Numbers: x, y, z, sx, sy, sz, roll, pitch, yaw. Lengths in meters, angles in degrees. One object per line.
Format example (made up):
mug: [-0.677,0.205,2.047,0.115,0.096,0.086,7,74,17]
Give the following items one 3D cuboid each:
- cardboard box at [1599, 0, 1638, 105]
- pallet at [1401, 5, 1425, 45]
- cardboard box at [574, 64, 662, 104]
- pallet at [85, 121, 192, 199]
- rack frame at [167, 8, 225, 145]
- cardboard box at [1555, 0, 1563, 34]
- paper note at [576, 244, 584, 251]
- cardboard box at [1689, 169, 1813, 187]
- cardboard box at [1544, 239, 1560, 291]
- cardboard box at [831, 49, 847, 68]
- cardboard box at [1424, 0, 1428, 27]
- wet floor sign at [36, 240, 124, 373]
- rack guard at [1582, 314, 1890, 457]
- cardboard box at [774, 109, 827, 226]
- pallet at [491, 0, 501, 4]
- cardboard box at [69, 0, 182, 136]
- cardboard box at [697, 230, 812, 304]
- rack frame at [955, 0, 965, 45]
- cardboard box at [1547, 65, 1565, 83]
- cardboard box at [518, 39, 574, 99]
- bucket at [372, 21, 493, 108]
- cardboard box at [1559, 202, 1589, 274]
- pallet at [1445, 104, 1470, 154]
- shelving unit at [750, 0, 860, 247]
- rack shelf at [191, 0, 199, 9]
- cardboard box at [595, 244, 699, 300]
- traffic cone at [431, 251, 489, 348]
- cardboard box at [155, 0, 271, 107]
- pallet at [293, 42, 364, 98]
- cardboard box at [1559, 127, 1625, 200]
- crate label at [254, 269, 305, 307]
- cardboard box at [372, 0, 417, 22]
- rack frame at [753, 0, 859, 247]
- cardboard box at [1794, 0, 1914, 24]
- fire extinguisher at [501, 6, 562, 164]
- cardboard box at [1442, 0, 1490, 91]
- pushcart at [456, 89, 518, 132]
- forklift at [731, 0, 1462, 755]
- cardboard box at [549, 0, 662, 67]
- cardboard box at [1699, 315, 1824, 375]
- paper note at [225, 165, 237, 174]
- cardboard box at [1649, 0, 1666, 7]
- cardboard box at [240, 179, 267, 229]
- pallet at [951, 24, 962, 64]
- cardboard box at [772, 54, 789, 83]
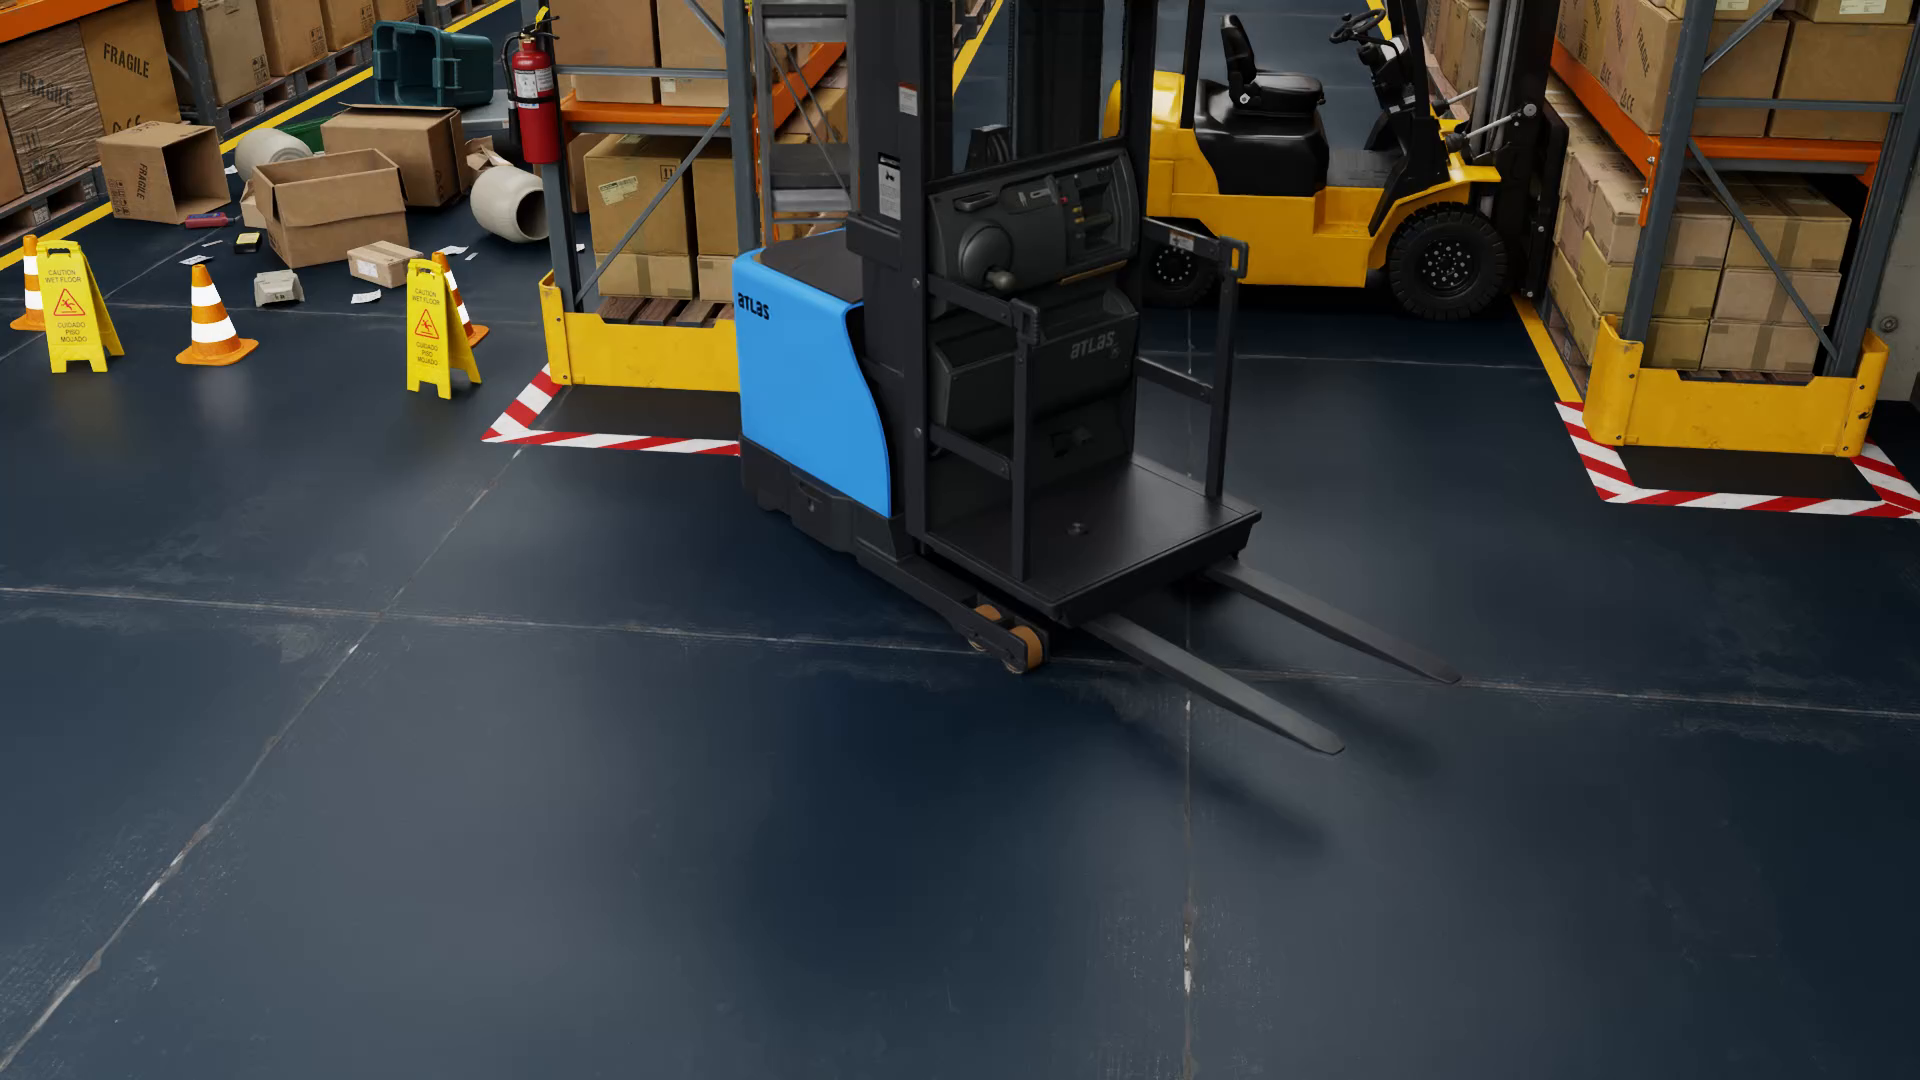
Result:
cardboard box: [3.362,-2.348,7.841,0.500,0.500,0.500,4,29,8]
pallet: [4.598,-4.701,15.254,1.003,0.211,1.213,3,28,6]
cardboard box: [-1.604,-2.178,7.896,0.380,0.149,0.250,4,29,8]
pallet: [-6.043,-2.642,11.432,1.003,0.211,1.213,3,28,6]
rack frame: [-5.873,-4.223,11.427,1.000,3.000,0.127,3,28,6]
cardboard box: [3.557,-3.062,9.166,0.500,0.500,0.500,3,28,6]
paper note: [-2.330,-1.759,9.982,0.142,0.019,0.148,-6,29,-11]
cardboard box: [3.794,-1.679,8.106,0.500,0.250,0.500,3,28,6]
cardboard box: [3.374,-1.496,8.821,0.500,0.250,0.500,4,29,7]
cardboard box: [-0.814,-2.754,10.365,0.500,0.500,0.500,4,29,7]
cardboard box: [4.308,-4.875,14.830,0.500,0.500,0.500,4,29,8]
wet floor sign: [-4.401,-1.175,8.251,0.267,0.644,0.232,-1,28,-3]
rack guard: [3.486,-0.702,7.526,1.175,0.500,0.348,3,28,6]
cardboard box: [-1.002,-2.026,9.014,0.500,0.500,0.500,2,28,4]
pallet: [-5.133,-5.819,17.329,1.003,0.211,1.213,3,28,6]
cardboard box: [-6.019,-3.181,11.289,0.875,0.875,0.875,4,29,7]
cardboard box: [-1.064,-1.438,8.714,0.500,0.250,0.500,3,28,6]
rack frame: [-0.457,-5.866,14.476,1.000,3.000,0.127,3,28,6]
cardboard box: [3.536,-2.662,9.930,0.500,0.250,0.500,3,28,6]
cardboard box: [-2.718,-3.306,11.560,0.500,0.500,0.500,3,28,6]
bucket: [-3.601,-3.253,11.475,0.726,0.611,0.620,14,21,24]
cardboard box: [3.311,-1.491,8.284,0.500,0.250,0.500,3,28,6]
pallet: [4.031,-2.818,11.758,1.003,0.211,1.213,3,28,6]
shelving unit: [-0.640,-1.460,7.242,0.431,2.100,0.503,-1,28,-3]
rack shelf: [-5.628,-4.848,13.345,1.077,0.370,4.000,3,28,6]
cardboard box: [-1.603,-1.482,8.795,0.500,0.250,0.500,3,28,6]
traffic cone: [-2.665,-1.261,8.603,0.336,0.463,0.334,3,28,6]
cardboard box: [-5.886,-3.715,12.413,1.050,0.750,0.750,3,28,6]
pallet: [-5.706,-3.939,13.839,1.003,0.211,1.213,3,28,6]
cardboard box: [3.345,-1.942,8.594,0.500,0.250,0.500,4,29,7]
crate label: [-3.774,-1.396,9.196,0.250,0.136,0.298,-11,30,-20]
cardboard box: [-5.546,-5.019,14.833,1.050,0.750,0.750,3,28,6]
rack frame: [-0.625,-1.344,7.028,0.400,2.100,0.015,-1,28,-3]
cardboard box: [3.788,-2.288,7.045,0.380,0.149,0.250,3,28,5]
fire extinguisher: [-1.909,-2.039,7.454,0.296,0.674,0.183,3,28,6]
cardboard box: [4.225,-3.801,12.704,0.875,0.625,0.625,2,28,4]
pushcart: [-3.216,-2.938,11.805,1.648,0.377,0.936,-6,29,-11]
forklift: [0.413,-1.090,5.683,1.130,2.935,3.031,-22,35,-35]
cardboard box: [-1.645,-2.547,7.896,0.500,0.500,0.500,3,28,5]
cardboard box: [3.743,-1.008,7.915,0.500,0.250,0.500,3,29,6]
paper note: [-5.056,-2.547,11.446,0.147,0.020,0.142,-17,33,-29]
cardboard box: [3.255,-2.445,7.336,0.380,0.149,0.250,4,29,7]
cardboard box: [-4.255,-2.104,10.375,0.396,0.266,0.258,8,29,15]
pallet: [-0.555,-4.271,14.455,1.003,0.211,1.213,3,28,6]
cardboard box: [-1.061,-2.378,8.265,0.380,0.149,0.250,2,28,5]
